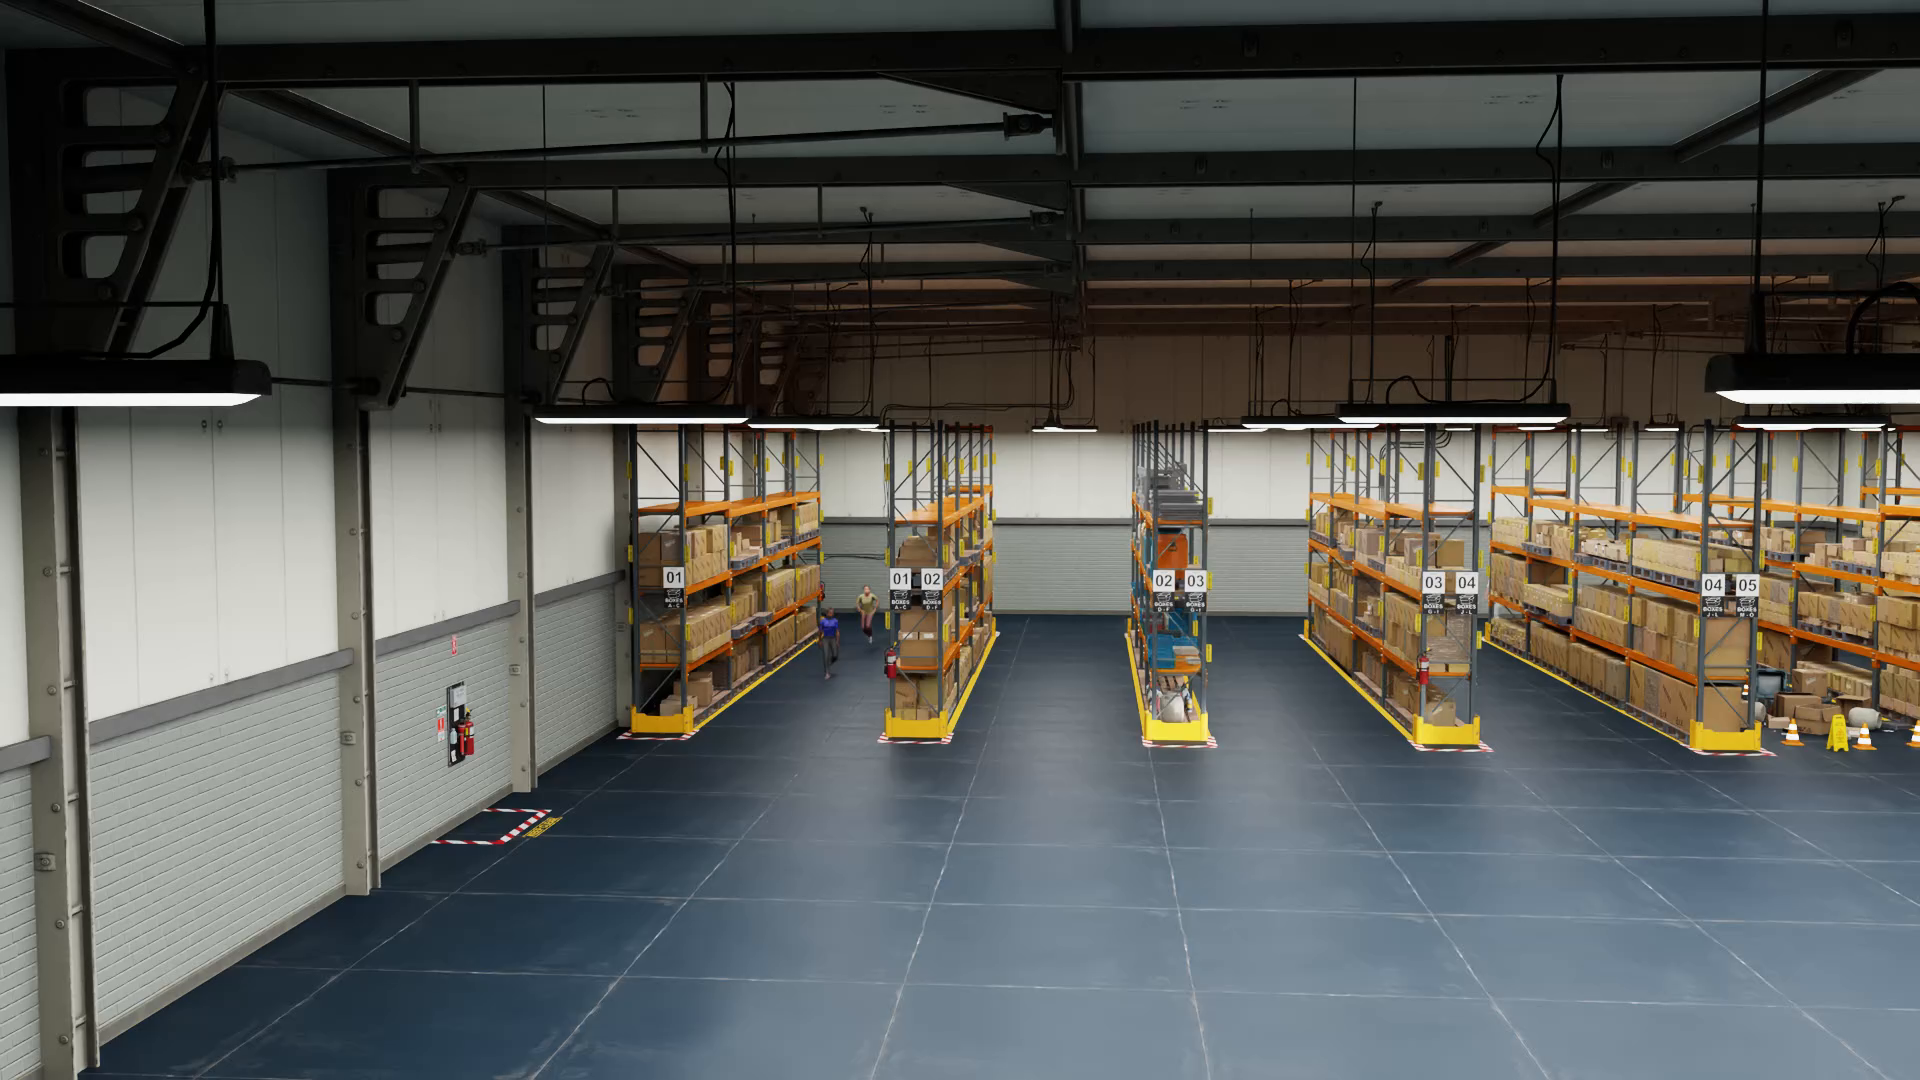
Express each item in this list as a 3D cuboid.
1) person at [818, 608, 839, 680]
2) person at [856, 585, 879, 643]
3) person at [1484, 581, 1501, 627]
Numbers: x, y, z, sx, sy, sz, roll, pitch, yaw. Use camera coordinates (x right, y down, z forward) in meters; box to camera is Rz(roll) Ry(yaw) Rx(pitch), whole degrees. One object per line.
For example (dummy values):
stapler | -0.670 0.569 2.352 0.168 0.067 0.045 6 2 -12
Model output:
person | -3.061 2.440 39.254 0.477 1.643 0.742 -1 4 -17
person | -2.463 1.971 44.303 0.561 1.571 0.698 1 4 13
person | 15.989 1.710 49.638 0.583 1.701 1.120 3 5 37
